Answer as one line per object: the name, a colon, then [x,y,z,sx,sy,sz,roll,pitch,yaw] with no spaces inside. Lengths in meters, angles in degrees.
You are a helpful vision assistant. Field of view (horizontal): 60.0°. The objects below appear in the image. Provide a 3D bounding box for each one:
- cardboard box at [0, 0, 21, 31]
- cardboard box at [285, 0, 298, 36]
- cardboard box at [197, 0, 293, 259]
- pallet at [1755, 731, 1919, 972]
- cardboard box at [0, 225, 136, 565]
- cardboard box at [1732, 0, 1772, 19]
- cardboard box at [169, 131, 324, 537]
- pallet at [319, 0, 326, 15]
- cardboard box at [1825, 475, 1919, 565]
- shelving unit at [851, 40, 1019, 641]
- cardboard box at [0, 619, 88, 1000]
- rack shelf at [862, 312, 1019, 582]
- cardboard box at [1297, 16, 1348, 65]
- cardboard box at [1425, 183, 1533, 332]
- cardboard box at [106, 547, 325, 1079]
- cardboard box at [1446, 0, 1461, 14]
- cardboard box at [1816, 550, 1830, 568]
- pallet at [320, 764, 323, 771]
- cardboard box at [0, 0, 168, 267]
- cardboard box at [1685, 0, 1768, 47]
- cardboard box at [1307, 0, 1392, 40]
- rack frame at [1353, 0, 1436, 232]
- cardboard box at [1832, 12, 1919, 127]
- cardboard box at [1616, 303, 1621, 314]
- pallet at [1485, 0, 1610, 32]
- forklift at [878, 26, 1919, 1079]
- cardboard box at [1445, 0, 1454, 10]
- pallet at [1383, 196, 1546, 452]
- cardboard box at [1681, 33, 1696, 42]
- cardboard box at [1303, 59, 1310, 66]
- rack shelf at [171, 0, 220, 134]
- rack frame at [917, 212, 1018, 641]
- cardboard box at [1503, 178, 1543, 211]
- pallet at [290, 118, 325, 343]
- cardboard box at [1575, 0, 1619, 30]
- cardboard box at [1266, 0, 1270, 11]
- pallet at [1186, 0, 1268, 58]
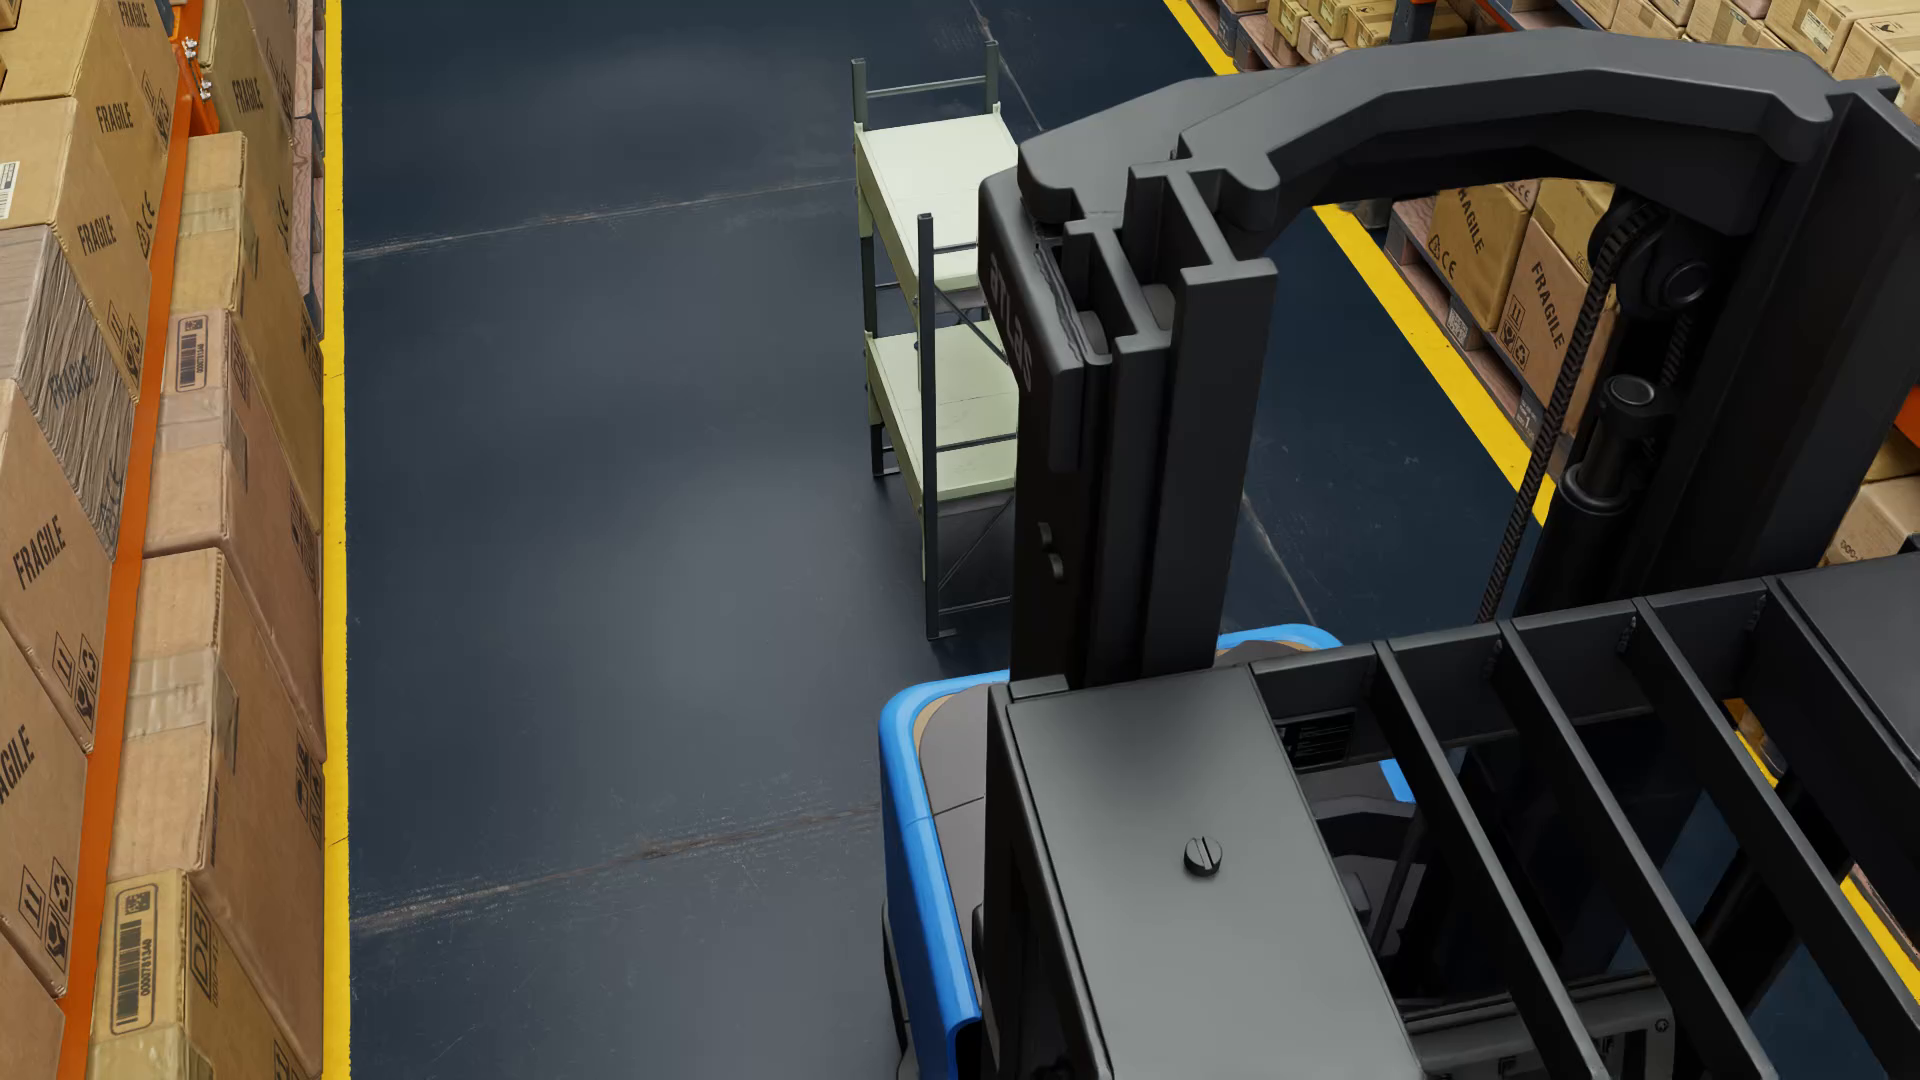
cardboard box: [-2.615,-1.483,3.831,0.797,0.503,0.637,-12,47,-11]
cardboard box: [-3.336,-2.646,6.937,0.875,0.875,0.875,-11,47,-10]
cardboard box: [-2.878,-1.410,5.725,0.875,0.875,0.875,-11,47,-10]
pallet: [2.860,0.824,4.294,1.003,0.211,1.213,-11,47,-10]
cardboard box: [-2.018,-0.249,3.324,0.500,0.500,0.500,-11,47,-10]
cardboard box: [2.023,-1.392,3.980,0.380,0.149,0.250,-9,46,-9]
cardboard box: [-2.603,-0.502,4.835,1.225,0.875,0.875,-11,47,-10]
pallet: [-3.530,-2.784,7.831,1.003,0.211,1.213,-11,47,-10]
cardboard box: [2.490,0.083,4.000,0.500,0.250,0.500,-10,46,-10]
shelving unit: [0.002,-0.520,4.710,0.431,1.500,0.755,-11,47,-10]
cardboard box: [-1.758,0.449,2.640,0.500,0.500,0.500,-12,47,-11]
rack shelf: [0.002,-0.292,4.943,0.431,0.370,0.720,-11,47,-10]
cardboard box: [1.565,-1.971,6.575,0.380,0.149,0.250,-13,47,-12]
cardboard box: [1.967,-1.087,5.671,0.500,0.500,0.500,-9,46,-9]
cardboard box: [-2.139,0.725,3.633,1.225,0.875,0.875,-11,47,-10]
cardboard box: [2.133,-2.208,6.599,0.380,0.149,0.250,-9,46,-8]
cardboard box: [2.357,-0.012,4.618,0.500,0.500,0.500,-13,47,-12]
pallet: [-2.200,0.802,4.316,1.003,0.211,1.213,-11,47,-10]
cardboard box: [-2.282,-0.956,4.016,0.500,0.500,0.500,-9,46,-9]
cardboard box: [2.031,-1.276,4.074,0.380,0.149,0.250,-11,47,-11]
cardboard box: [1.588,-2.098,6.492,0.380,0.149,0.250,-10,46,-10]
rack frame: [2.035,-2.374,5.476,1.000,3.000,0.127,-11,47,-10]
cardboard box: [2.161,-1.027,3.622,0.380,0.149,0.250,-9,46,-8]
cardboard box: [2.233,-0.630,4.698,0.500,0.250,0.500,-9,46,-9]
pallet: [2.090,-1.752,5.001,1.003,0.211,1.213,-11,47,-10]
forklift: [0.620,0.995,2.222,1.130,2.935,3.031,-9,46,-8]
cardboard box: [2.100,-2.094,6.696,0.380,0.149,0.250,-10,46,-10]
pallet: [2.235,-0.860,5.945,1.003,0.211,1.213,-11,47,-10]
cardboard box: [2.030,-1.176,4.184,0.380,0.149,0.250,-11,47,-11]
cardboard box: [1.619,-1.926,6.739,0.380,0.149,0.250,-10,46,-9]
rack shelf: [-3.298,-2.666,6.266,1.077,0.370,4.000,-11,47,-10]
rack frame: [0.095,-0.268,4.462,0.400,1.500,0.023,-11,47,-10]
cardboard box: [1.968,-1.350,5.404,0.500,0.250,0.500,-13,47,-12]
pallet: [-2.905,-1.100,6.180,1.003,0.211,1.213,-11,47,-10]
cardboard box: [1.891,-1.539,4.540,0.380,0.149,0.250,-10,46,-10]
cardboard box: [1.539,-2.301,7.107,0.380,0.149,0.250,-12,47,-11]
pallet: [1.513,-2.699,7.747,1.003,0.211,1.213,-11,47,-10]
